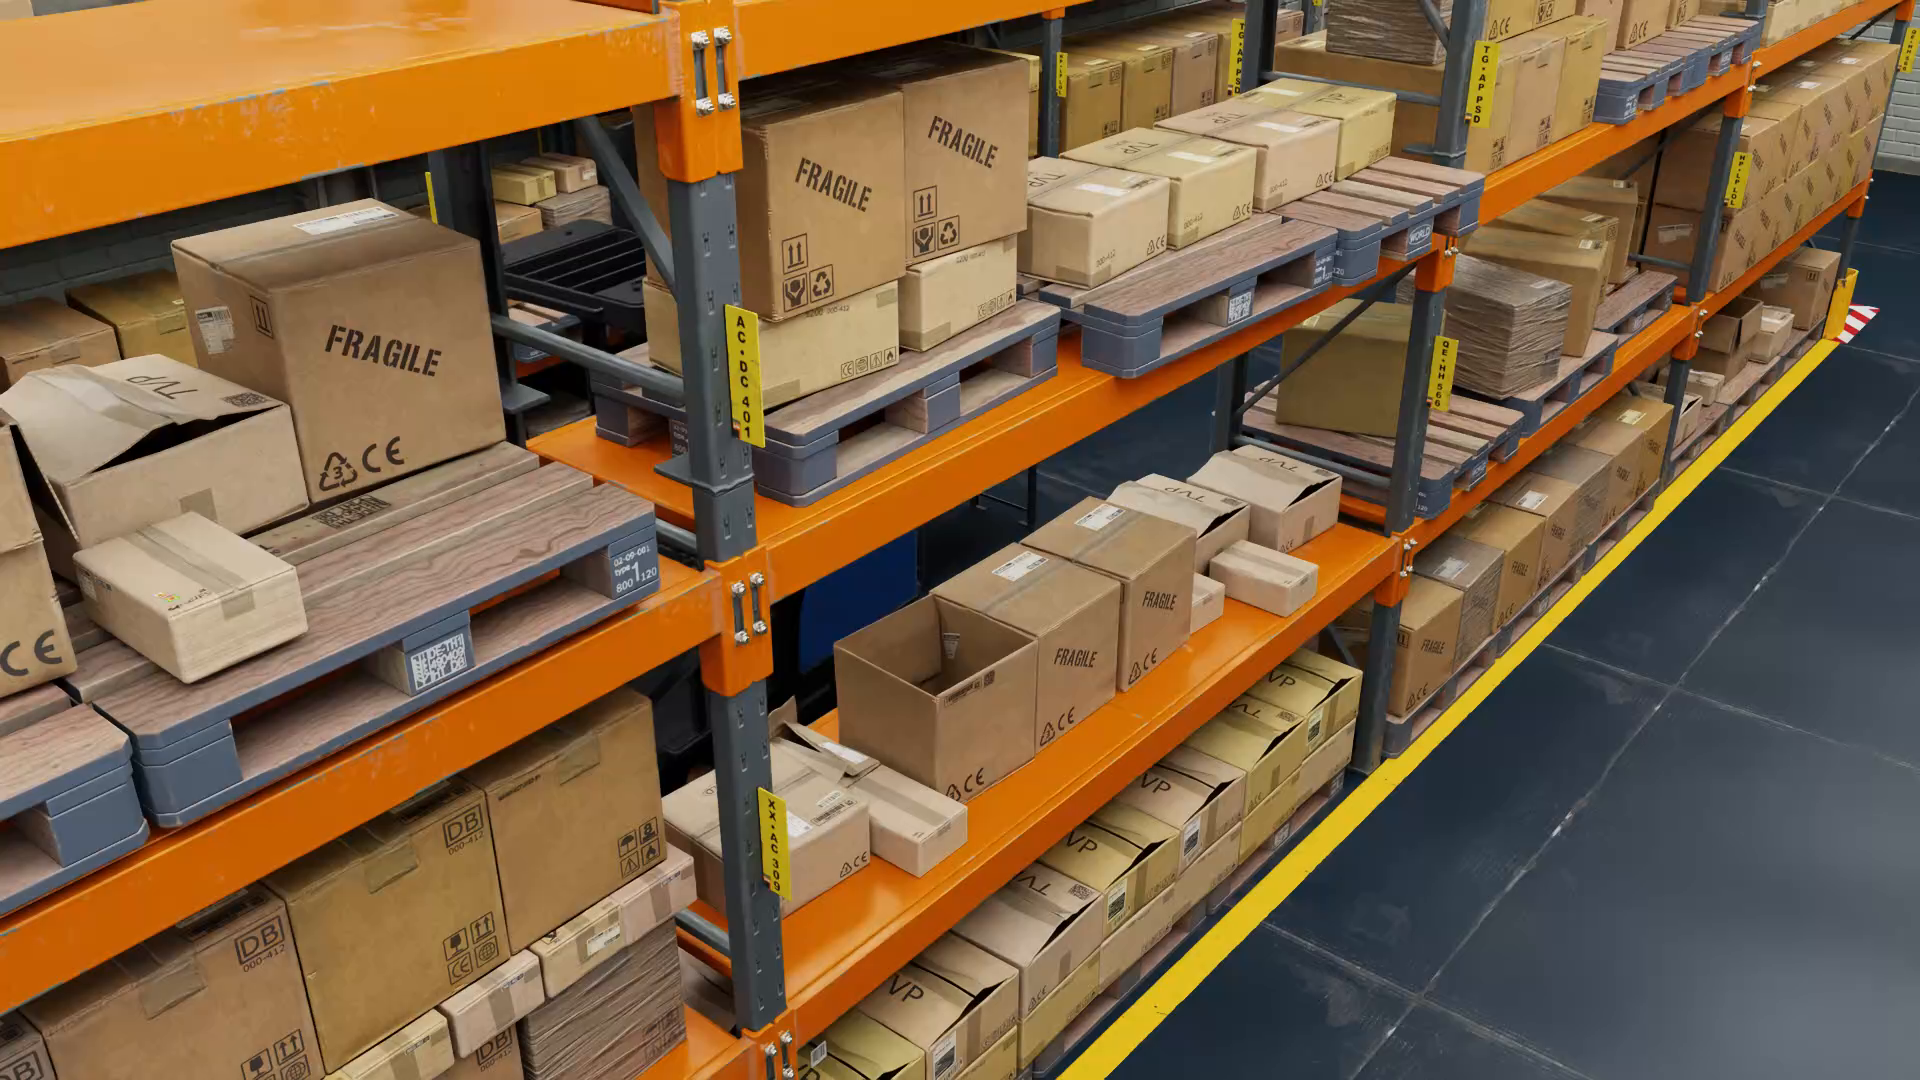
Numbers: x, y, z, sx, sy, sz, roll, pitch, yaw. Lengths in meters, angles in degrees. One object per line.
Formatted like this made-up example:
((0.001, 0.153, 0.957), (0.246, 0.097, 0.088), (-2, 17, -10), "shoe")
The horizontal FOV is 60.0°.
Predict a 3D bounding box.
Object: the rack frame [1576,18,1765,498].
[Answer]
((4.170, -1.772, 10.411), (1.000, 3.000, 0.127), (21, 34, 34), "rack frame")

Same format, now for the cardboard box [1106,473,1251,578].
((0.907, -0.054, 7.187), (0.500, 0.311, 0.500), (20, 34, 34), "cardboard box")

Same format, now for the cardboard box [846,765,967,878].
((-0.197, 0.921, 5.478), (0.380, 0.149, 0.250), (21, 34, 34), "cardboard box")

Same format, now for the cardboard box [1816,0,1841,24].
((5.310, -3.491, 10.632), (0.500, 0.250, 0.500), (21, 34, 34), "cardboard box")

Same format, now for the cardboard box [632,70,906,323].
((-0.496, -0.928, 4.405), (0.500, 0.500, 0.500), (21, 34, 35), "cardboard box")

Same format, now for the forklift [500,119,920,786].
((-1.467, -0.326, 7.691), (1.130, 2.935, 3.031), (18, 32, 30), "forklift")

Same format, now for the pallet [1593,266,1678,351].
((3.577, -1.436, 9.970), (1.003, 0.211, 1.213), (21, 34, 34), "pallet")

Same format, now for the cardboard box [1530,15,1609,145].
((2.532, -2.261, 7.982), (0.910, 0.500, 0.500), (21, 34, 34), "cardboard box")

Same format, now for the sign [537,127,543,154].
((-2.630, -2.476, 10.511), (0.100, 0.325, 0.005), (21, 34, 34), "sign")

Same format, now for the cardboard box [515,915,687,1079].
((-1.196, 1.179, 4.598), (0.700, 0.500, 0.500), (20, 33, 33), "cardboard box")

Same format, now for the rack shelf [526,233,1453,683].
((0.353, -0.658, 5.775), (1.077, 0.370, 4.000), (21, 34, 34), "rack shelf")

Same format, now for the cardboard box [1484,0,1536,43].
((2.232, -2.509, 7.373), (0.500, 0.500, 0.500), (21, 34, 34), "cardboard box")

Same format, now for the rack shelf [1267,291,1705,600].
((2.898, -0.744, 9.206), (1.077, 0.370, 4.000), (21, 34, 34), "rack shelf")

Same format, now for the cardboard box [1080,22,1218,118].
((1.626, -4.058, 14.503), (0.980, 0.700, 0.700), (19, 33, 32), "cardboard box")

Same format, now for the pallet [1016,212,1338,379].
((0.554, -0.938, 5.740), (1.003, 0.211, 1.213), (23, 35, 37), "pallet")

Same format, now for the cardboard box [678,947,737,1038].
((-0.882, 1.622, 5.775), (0.500, 0.311, 0.500), (21, 34, 34), "cardboard box")

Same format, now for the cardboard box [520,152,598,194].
((-2.396, -2.197, 9.940), (0.380, 0.149, 0.250), (16, 31, 28), "cardboard box")

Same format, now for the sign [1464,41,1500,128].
((2.049, -1.786, 6.525), (0.100, 0.325, 0.005), (21, 34, 34), "sign")

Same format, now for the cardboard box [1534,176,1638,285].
((3.696, -1.901, 10.094), (0.700, 0.500, 0.500), (9, 29, 18), "cardboard box")

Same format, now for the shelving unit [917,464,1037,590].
((-0.054, -0.636, 9.847), (0.538, 1.500, 1.048), (21, 34, 34), "shelving unit")

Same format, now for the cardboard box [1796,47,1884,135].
((6.323, -3.262, 12.093), (0.500, 0.500, 0.500), (22, 34, 36), "cardboard box")

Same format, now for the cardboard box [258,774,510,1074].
((-1.516, 0.782, 3.953), (0.700, 0.500, 0.500), (21, 34, 34), "cardboard box")

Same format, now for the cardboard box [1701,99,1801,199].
((5.014, -2.529, 10.677), (0.500, 0.500, 0.500), (20, 33, 33), "cardboard box")

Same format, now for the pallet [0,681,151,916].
((-2.217, 0.512, 2.828), (1.003, 0.211, 1.213), (21, 34, 34), "pallet")

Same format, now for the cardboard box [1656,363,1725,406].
((5.146, -1.105, 11.725), (0.380, 0.166, 0.250), (21, 34, 34), "cardboard box")

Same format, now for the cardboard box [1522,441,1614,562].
((3.437, -0.248, 9.707), (0.500, 0.500, 0.500), (21, 34, 35), "cardboard box")

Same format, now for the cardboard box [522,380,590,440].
((-2.617, -0.615, 10.416), (0.700, 0.500, 0.500), (21, 34, 35), "cardboard box")

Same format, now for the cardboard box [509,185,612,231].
((-2.490, -1.871, 10.014), (0.700, 0.500, 0.500), (16, 32, 29), "cardboard box")

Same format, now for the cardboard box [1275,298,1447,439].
((1.939, -0.841, 8.046), (0.700, 0.500, 0.500), (10, 29, 18), "cardboard box")

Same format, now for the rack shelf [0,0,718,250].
((-2.191, -0.394, 2.437), (1.077, 0.370, 4.000), (21, 34, 34), "rack shelf")

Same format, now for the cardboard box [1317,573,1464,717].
((2.136, 0.483, 8.294), (0.500, 0.500, 0.500), (22, 35, 36), "cardboard box")

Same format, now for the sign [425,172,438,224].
((-1.344, -0.793, 4.348), (0.100, 0.325, 0.005), (21, 34, 34), "sign")

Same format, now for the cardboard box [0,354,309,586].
((-1.786, -0.184, 3.565), (0.500, 0.311, 0.500), (19, 33, 32), "cardboard box")

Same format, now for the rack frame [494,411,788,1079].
((-0.919, 1.064, 4.929), (1.000, 3.000, 0.127), (21, 34, 34), "rack frame")

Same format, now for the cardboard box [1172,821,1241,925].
((0.832, 1.300, 7.009), (0.500, 0.250, 0.500), (22, 34, 36), "cardboard box")

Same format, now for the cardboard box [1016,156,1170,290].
((0.345, -1.048, 5.453), (0.500, 0.250, 0.500), (18, 32, 30), "cardboard box")

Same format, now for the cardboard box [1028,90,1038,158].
((0.246, -3.167, 12.653), (0.500, 0.500, 0.500), (20, 33, 34), "cardboard box")

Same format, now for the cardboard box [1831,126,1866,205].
((6.312, -2.812, 12.312), (0.500, 0.500, 0.500), (21, 34, 35), "cardboard box")

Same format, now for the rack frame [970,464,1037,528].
((0.269, -0.816, 10.195), (0.500, 1.500, 0.032), (21, 34, 34), "rack frame")

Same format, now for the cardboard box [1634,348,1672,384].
((4.790, -1.324, 11.993), (0.500, 0.311, 0.500), (21, 34, 34), "cardboard box")

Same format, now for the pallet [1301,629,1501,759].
((2.130, 0.631, 8.801), (1.003, 0.211, 1.213), (21, 34, 34), "pallet")

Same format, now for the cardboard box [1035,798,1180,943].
((0.513, 1.231, 6.532), (0.500, 0.311, 0.500), (22, 34, 36), "cardboard box")

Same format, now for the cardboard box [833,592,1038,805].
((-0.083, 0.565, 5.784), (0.500, 0.500, 0.500), (24, 36, 38), "cardboard box")

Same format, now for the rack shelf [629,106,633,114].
((-3.471, -2.104, 8.571), (1.077, 0.370, 4.000), (21, 34, 34), "rack shelf")

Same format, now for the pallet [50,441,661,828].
((-1.441, 0.081, 3.661), (1.003, 0.211, 1.213), (21, 34, 34), "pallet")

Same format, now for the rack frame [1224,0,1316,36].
((2.889, -4.637, 15.949), (1.000, 3.000, 0.127), (21, 34, 34), "rack frame")

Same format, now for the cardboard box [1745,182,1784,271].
((5.028, -2.100, 10.937), (0.500, 0.500, 0.500), (21, 34, 35), "cardboard box")

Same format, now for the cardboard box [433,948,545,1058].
((-1.250, 1.071, 4.100), (0.380, 0.149, 0.250), (20, 33, 33), "cardboard box")
